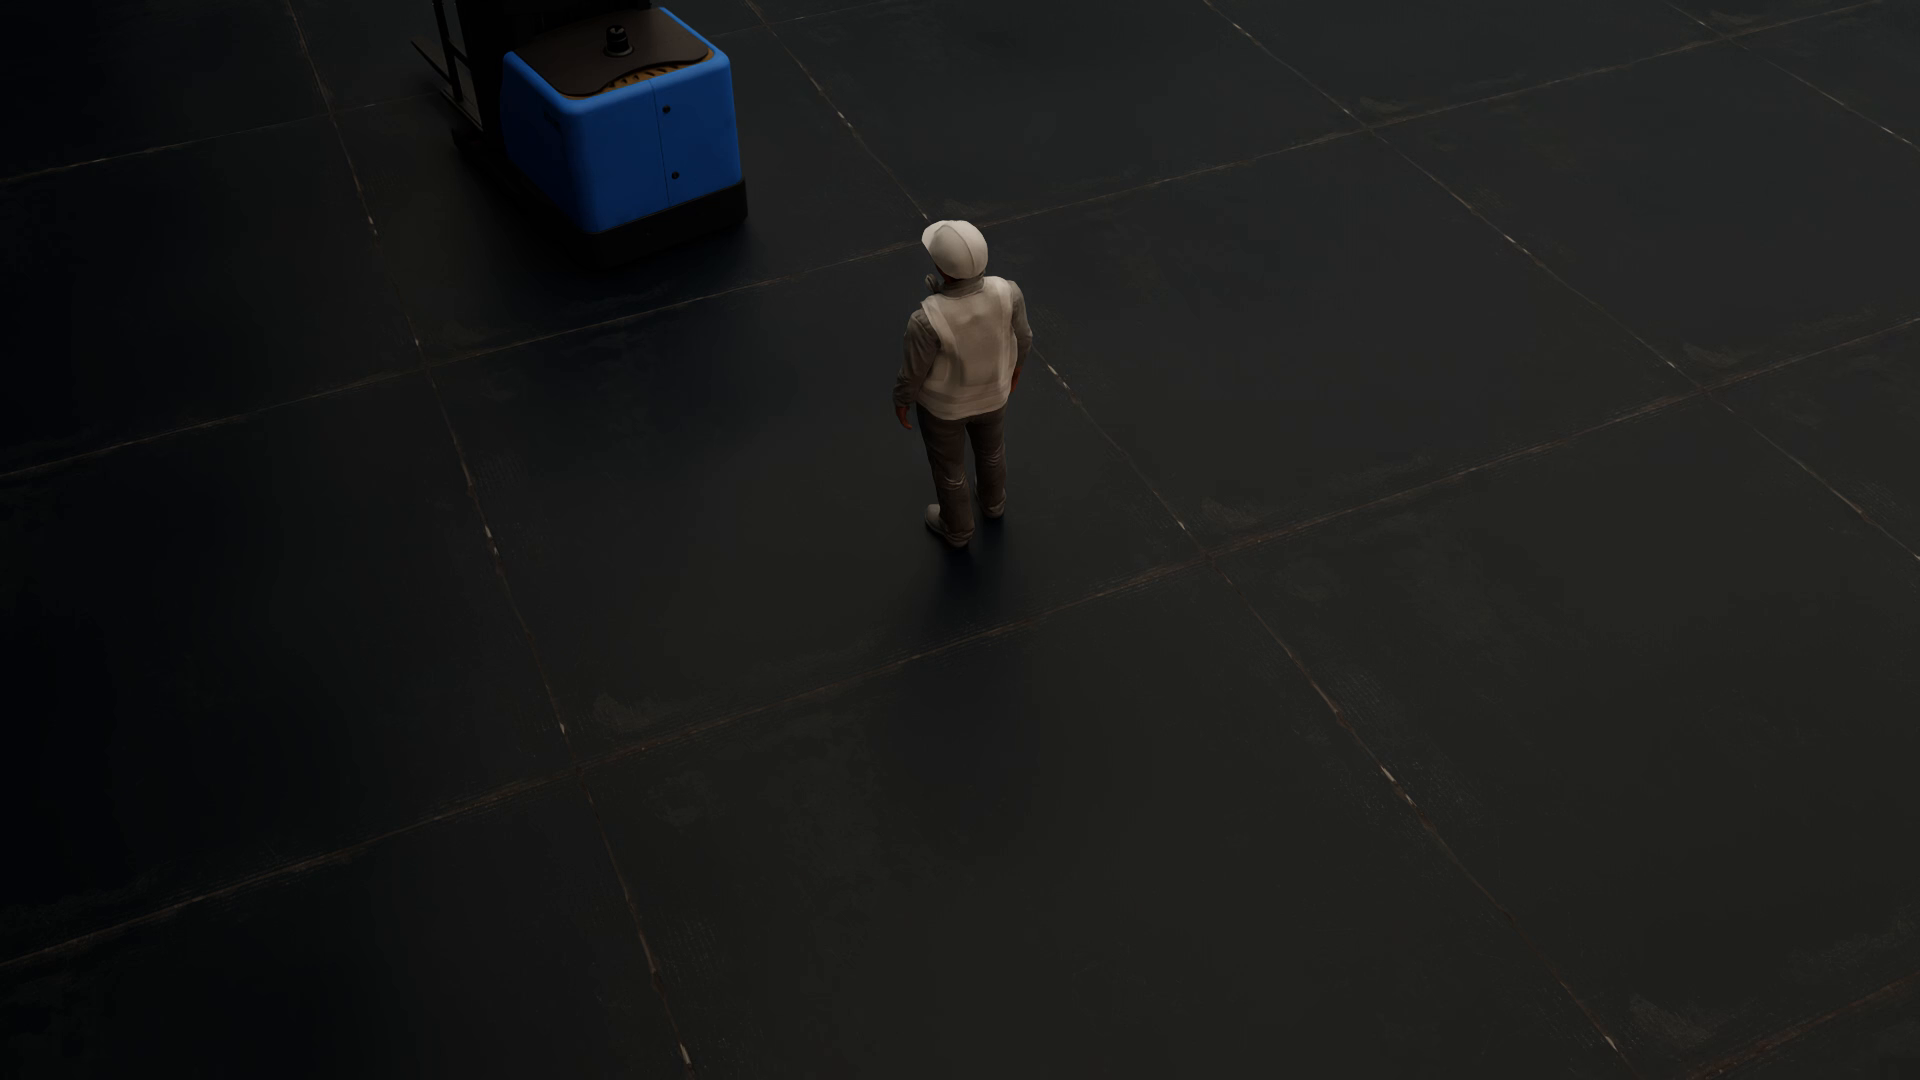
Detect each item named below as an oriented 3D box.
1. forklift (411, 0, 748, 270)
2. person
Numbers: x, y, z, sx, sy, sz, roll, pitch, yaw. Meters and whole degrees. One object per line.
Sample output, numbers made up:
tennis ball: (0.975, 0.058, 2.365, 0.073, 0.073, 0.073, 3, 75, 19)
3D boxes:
forklift: (-2.512, -3.554, 9.489, 1.130, 2.935, 3.031, -26, 49, -25)
person: (-0.019, -0.695, 7.261, 0.632, 1.773, 0.568, -18, 46, -18)
